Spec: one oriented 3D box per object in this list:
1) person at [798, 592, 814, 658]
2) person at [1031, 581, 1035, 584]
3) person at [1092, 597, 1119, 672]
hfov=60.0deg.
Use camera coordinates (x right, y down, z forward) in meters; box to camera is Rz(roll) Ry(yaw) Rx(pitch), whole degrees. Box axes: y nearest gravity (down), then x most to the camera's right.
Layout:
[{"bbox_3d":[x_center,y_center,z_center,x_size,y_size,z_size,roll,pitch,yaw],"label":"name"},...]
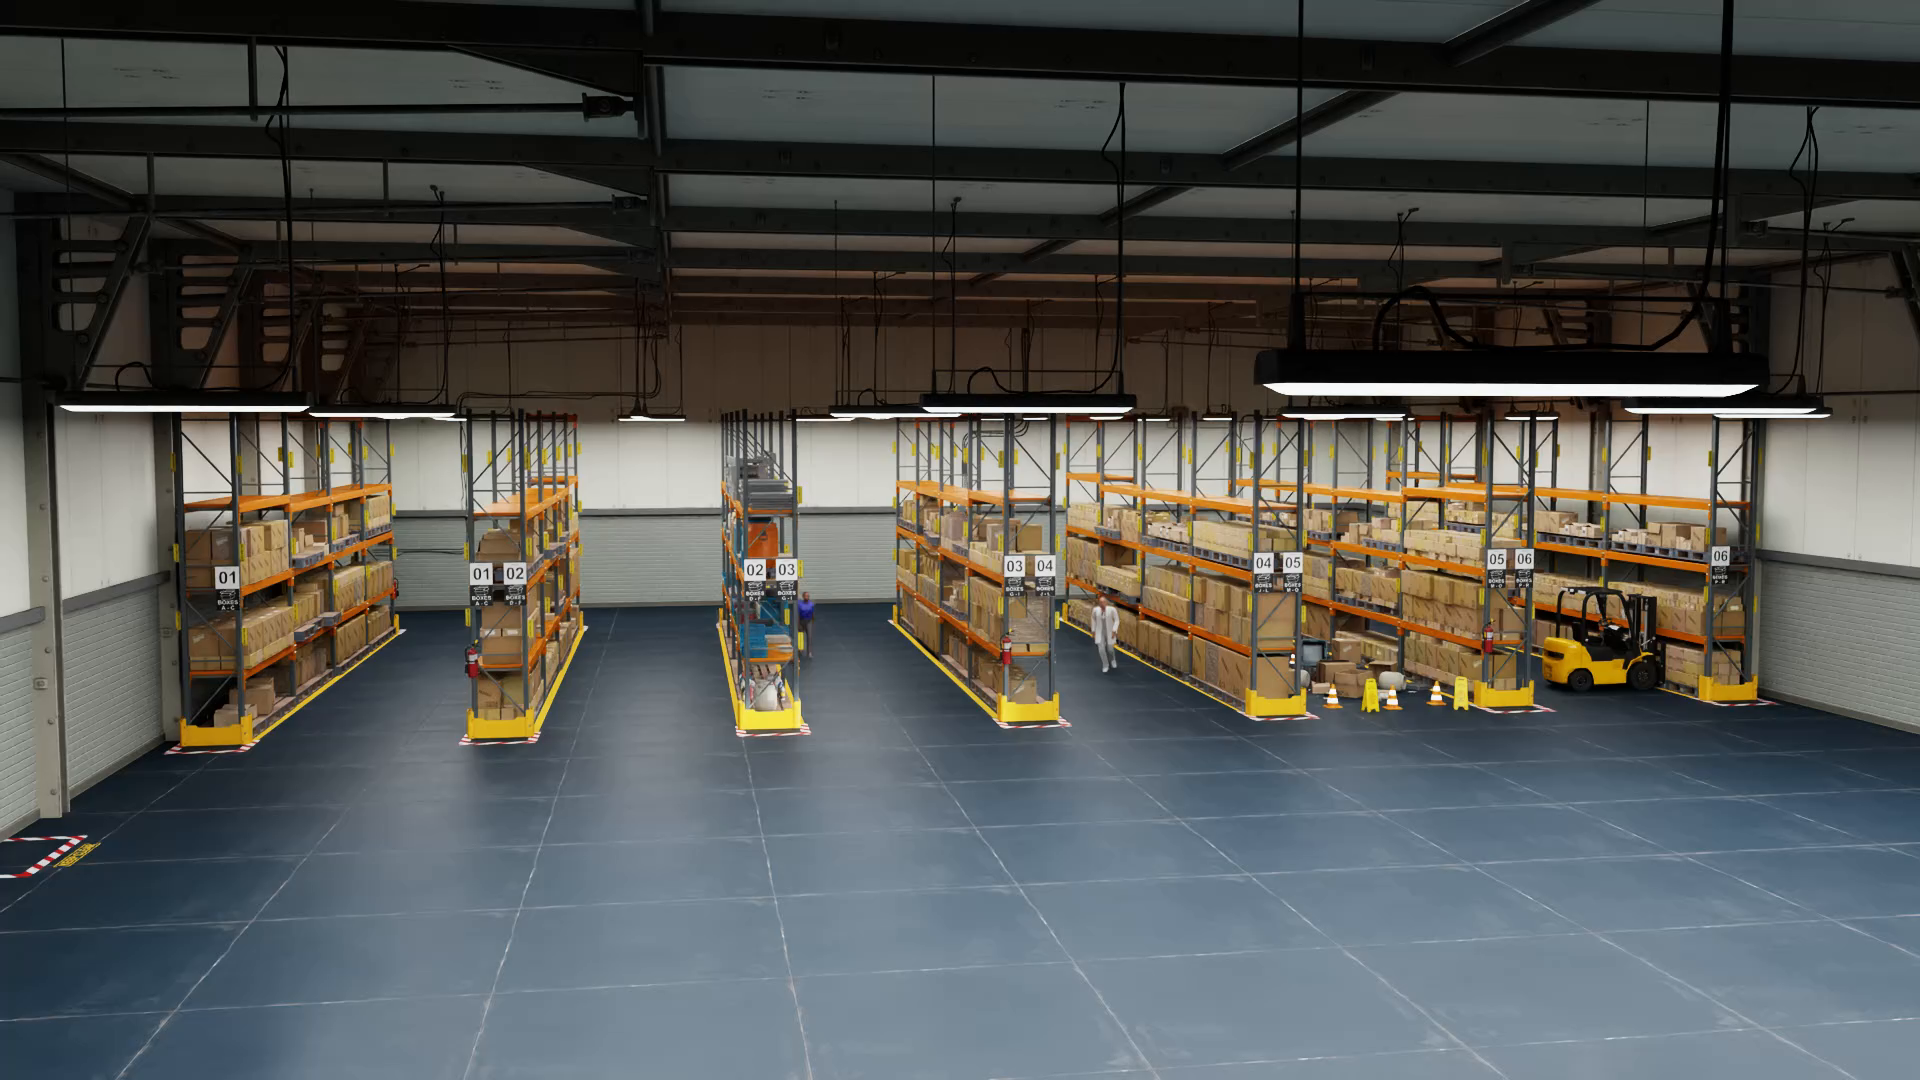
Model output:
[{"bbox_3d":[-3.795,2.054,40.843,0.441,1.590,1.045,-1,4,-10],"label":"person"},{"bbox_3d":[2.057,1.464,49.006,0.452,1.626,1.018,-1,4,-8],"label":"person"},{"bbox_3d":[3.390,2.167,38.605,0.648,1.749,0.729,1,4,14],"label":"person"}]
